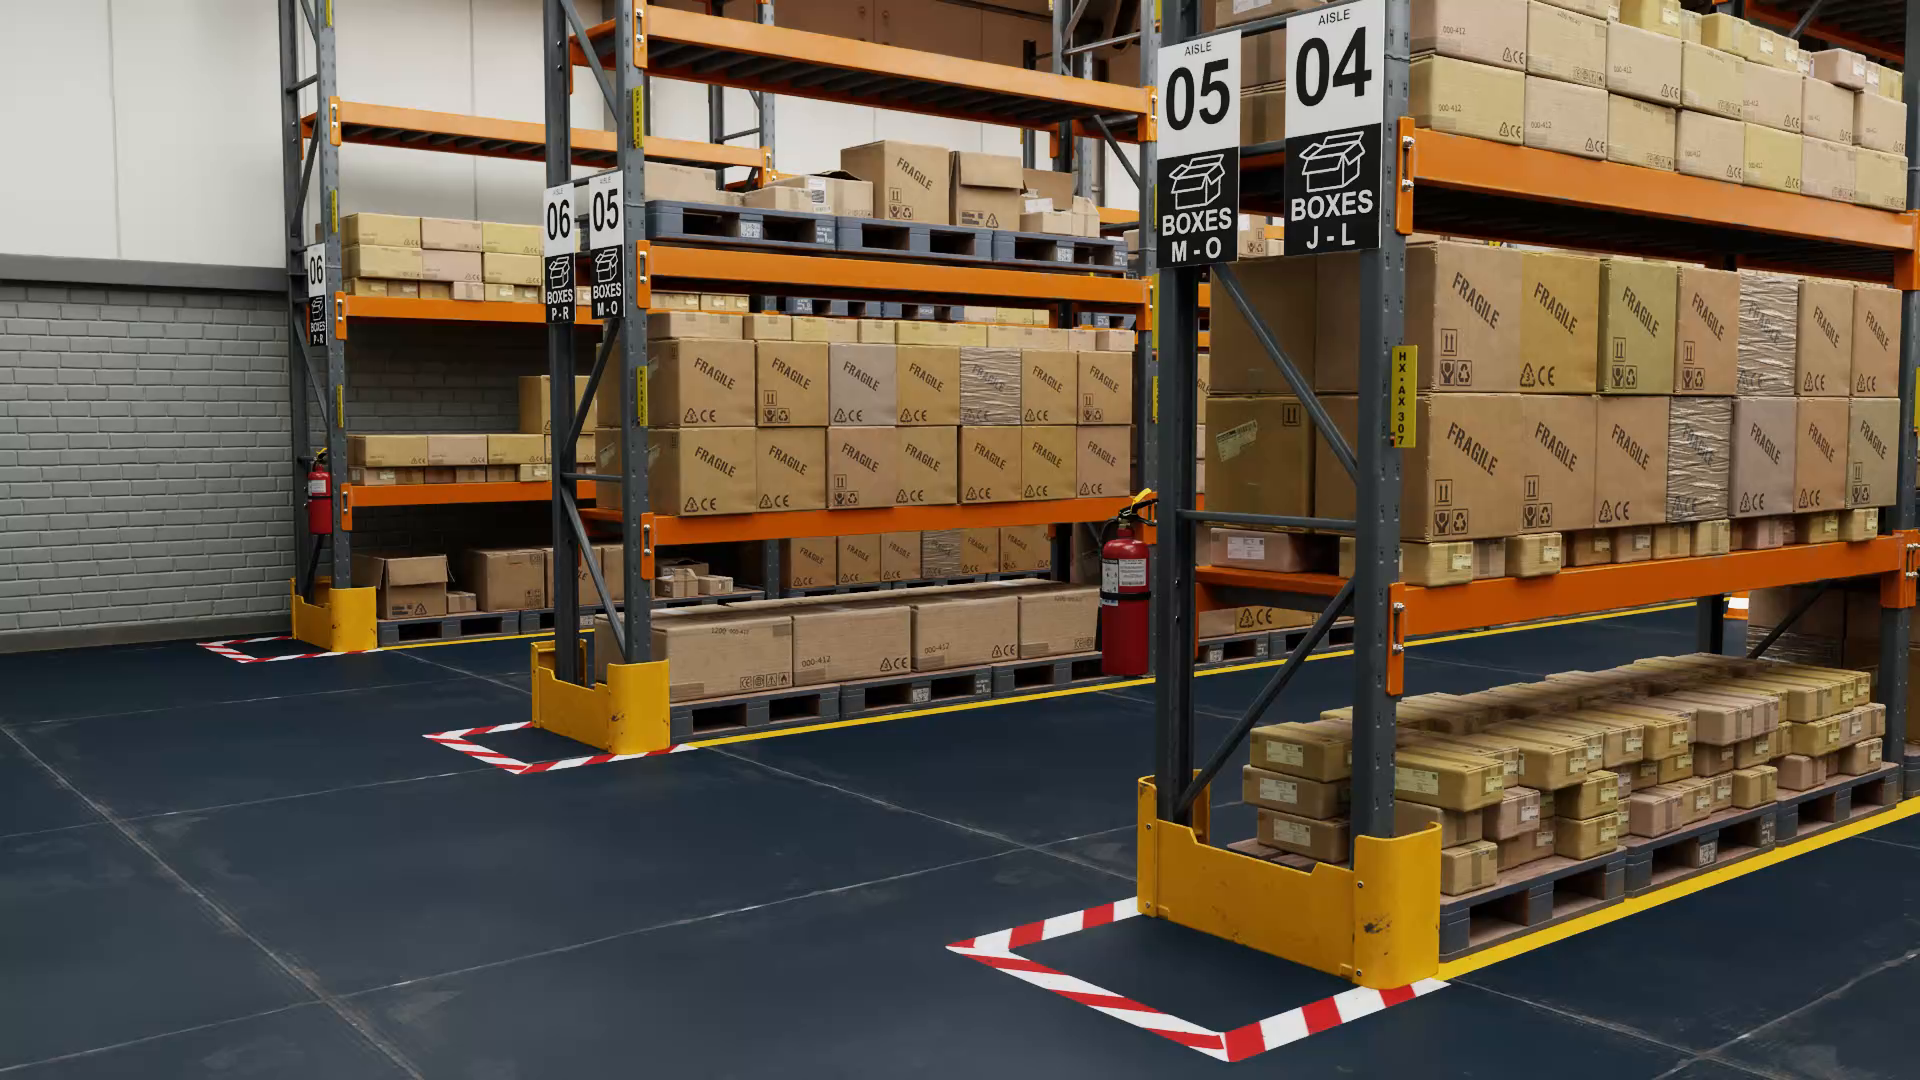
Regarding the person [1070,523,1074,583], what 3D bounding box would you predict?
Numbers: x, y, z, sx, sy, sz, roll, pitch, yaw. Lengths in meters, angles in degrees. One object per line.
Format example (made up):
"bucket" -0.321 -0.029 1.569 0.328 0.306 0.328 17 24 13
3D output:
"person" 1.016 -0.141 15.546 0.355 1.673 0.499 -4 6 -39
